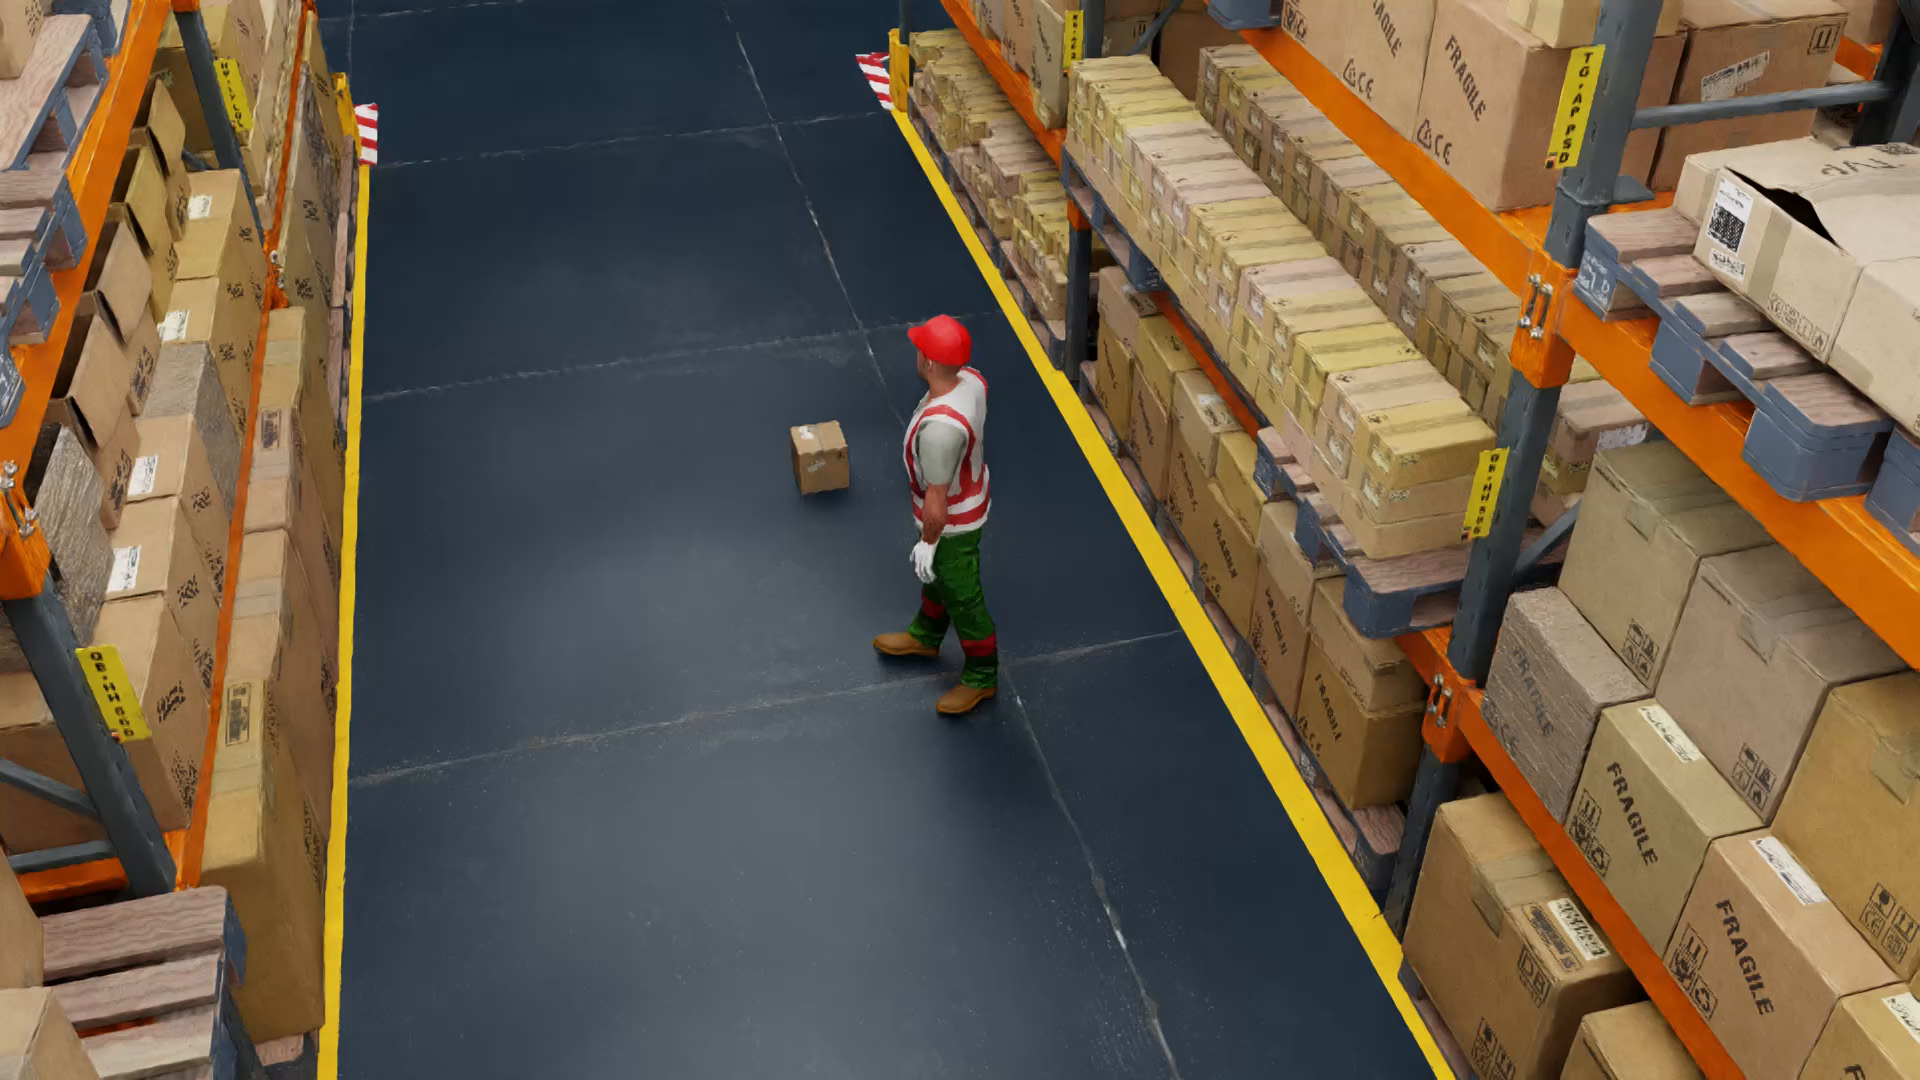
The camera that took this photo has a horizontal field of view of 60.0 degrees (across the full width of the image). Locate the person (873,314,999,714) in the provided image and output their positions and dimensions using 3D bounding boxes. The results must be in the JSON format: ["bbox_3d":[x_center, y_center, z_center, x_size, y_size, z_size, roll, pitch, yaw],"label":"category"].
[{"bbox_3d":[-0.108,-0.138,6.833,0.583,1.786,0.676,4,38,5],"label":"person"}]
